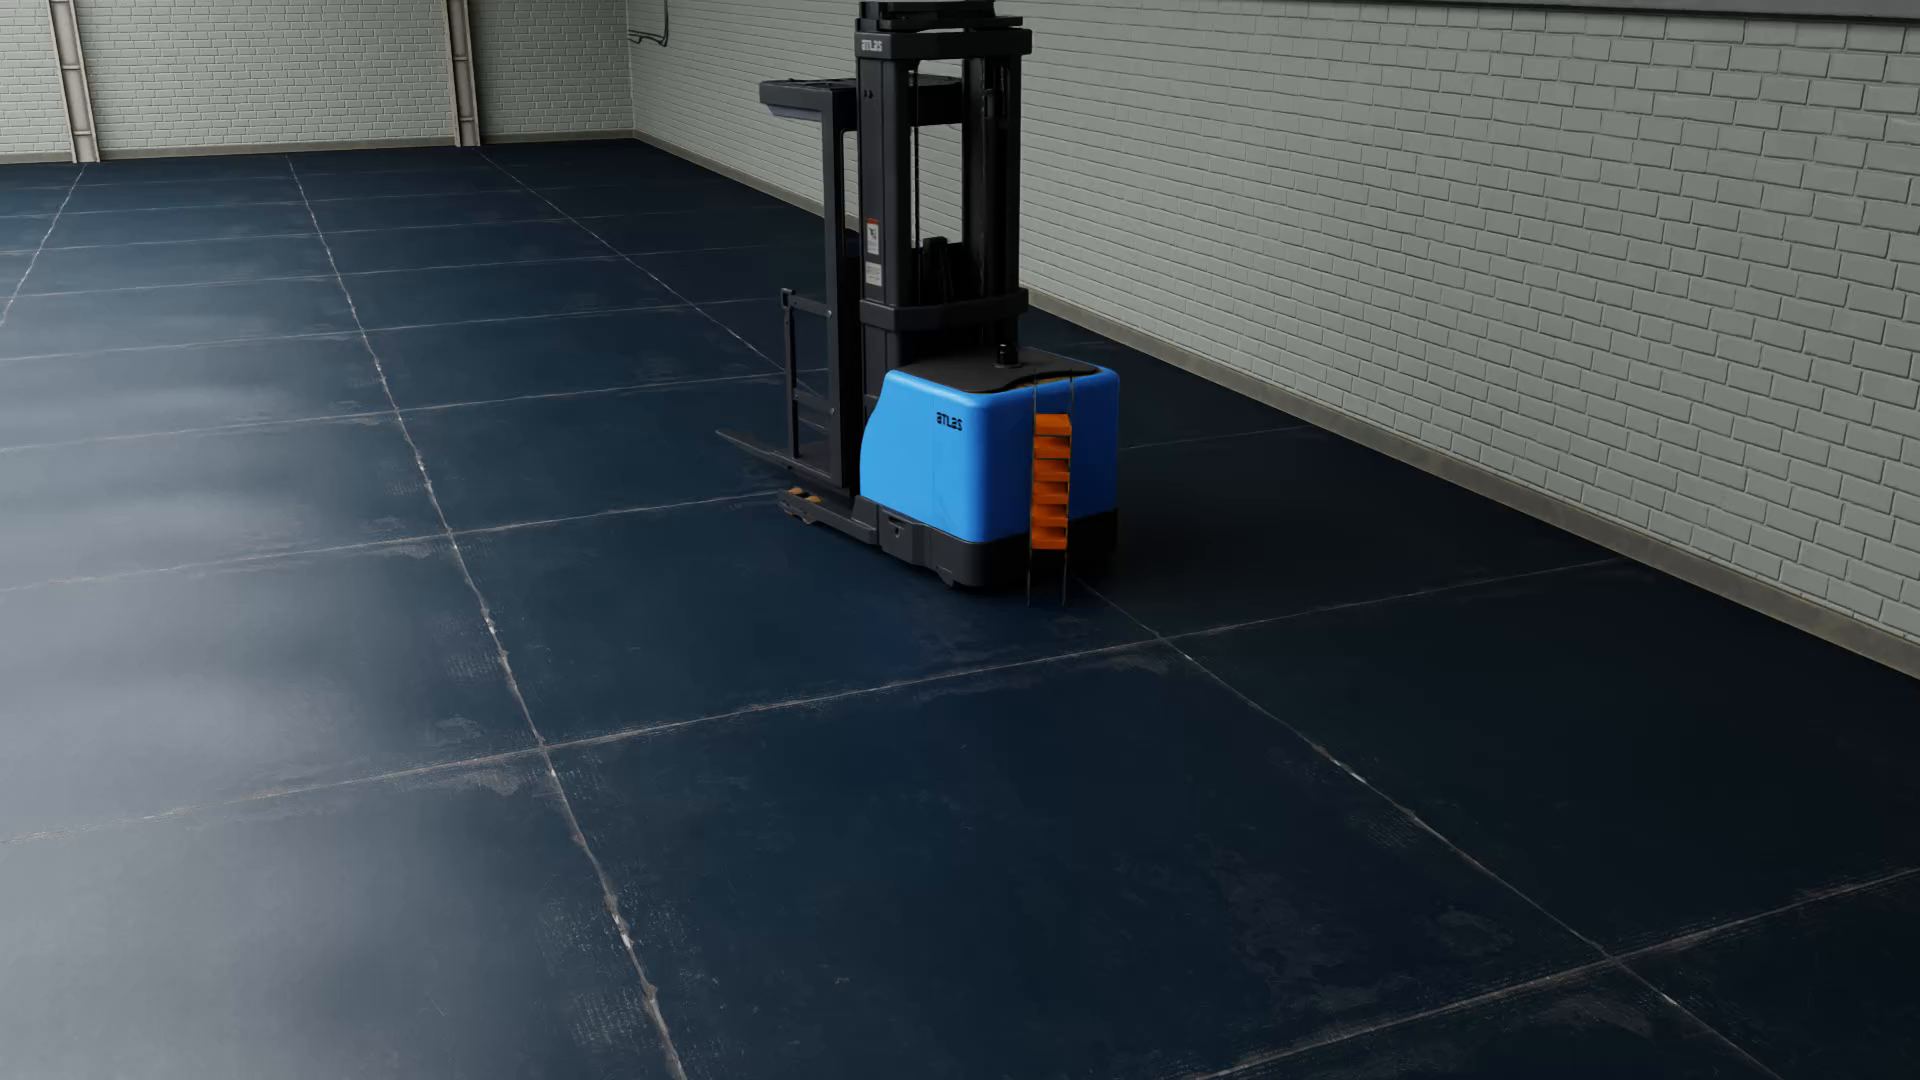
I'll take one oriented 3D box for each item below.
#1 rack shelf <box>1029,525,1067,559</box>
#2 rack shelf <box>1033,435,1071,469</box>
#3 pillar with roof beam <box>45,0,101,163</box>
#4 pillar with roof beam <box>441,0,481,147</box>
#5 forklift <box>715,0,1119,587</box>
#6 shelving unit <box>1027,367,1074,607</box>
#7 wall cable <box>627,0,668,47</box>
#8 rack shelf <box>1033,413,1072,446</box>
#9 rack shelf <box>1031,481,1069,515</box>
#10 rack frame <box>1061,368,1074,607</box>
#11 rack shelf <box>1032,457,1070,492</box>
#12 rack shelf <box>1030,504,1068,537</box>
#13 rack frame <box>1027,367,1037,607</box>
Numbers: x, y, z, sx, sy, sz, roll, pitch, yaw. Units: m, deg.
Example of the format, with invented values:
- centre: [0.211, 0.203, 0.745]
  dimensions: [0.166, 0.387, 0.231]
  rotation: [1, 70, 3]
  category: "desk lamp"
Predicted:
- centre: [0.450, 0.007, 8.547]
  dimensions: [0.180, 0.103, 0.258]
  rotation: [1, 19, 0]
  category: "rack shelf"
- centre: [0.459, -0.446, 8.387]
  dimensions: [0.180, 0.103, 0.258]
  rotation: [1, 19, 0]
  category: "rack shelf"
- centre: [-12.447, -9.074, 21.744]
  dimensions: [0.400, 9.000, 9.100]
  rotation: [-8, 21, -22]
  category: "pillar with roof beam"
- centre: [-6.938, -9.863, 23.985]
  dimensions: [0.400, 9.000, 9.100]
  rotation: [-8, 21, -22]
  category: "pillar with roof beam"
- centre: [-0.426, -1.562, 9.544]
  dimensions: [1.130, 2.935, 3.031]
  rotation: [-14, 24, -35]
  category: "forklift"
- centre: [0.456, -0.261, 8.453]
  dimensions: [0.189, 1.200, 0.258]
  rotation: [1, 19, 0]
  category: "shelving unit"
- centre: [-5.414, -9.696, 28.185]
  dimensions: [0.112, 2.526, 3.097]
  rotation: [-8, 21, -22]
  category: "wall cable"
- centre: [0.461, -0.559, 8.348]
  dimensions: [0.180, 0.103, 0.258]
  rotation: [1, 19, 0]
  category: "rack shelf"
- centre: [0.455, -0.219, 8.467]
  dimensions: [0.180, 0.103, 0.258]
  rotation: [1, 19, 0]
  category: "rack shelf"
- centre: [0.547, -0.260, 8.453]
  dimensions: [0.006, 1.200, 0.240]
  rotation: [1, 19, 0]
  category: "rack frame"
- centre: [0.457, -0.333, 8.427]
  dimensions: [0.180, 0.103, 0.258]
  rotation: [1, 19, 0]
  category: "rack shelf"
- centre: [0.452, -0.106, 8.507]
  dimensions: [0.180, 0.103, 0.258]
  rotation: [1, 19, 0]
  category: "rack shelf"
- centre: [0.364, -0.263, 8.452]
  dimensions: [0.006, 1.200, 0.240]
  rotation: [1, 19, 0]
  category: "rack frame"
